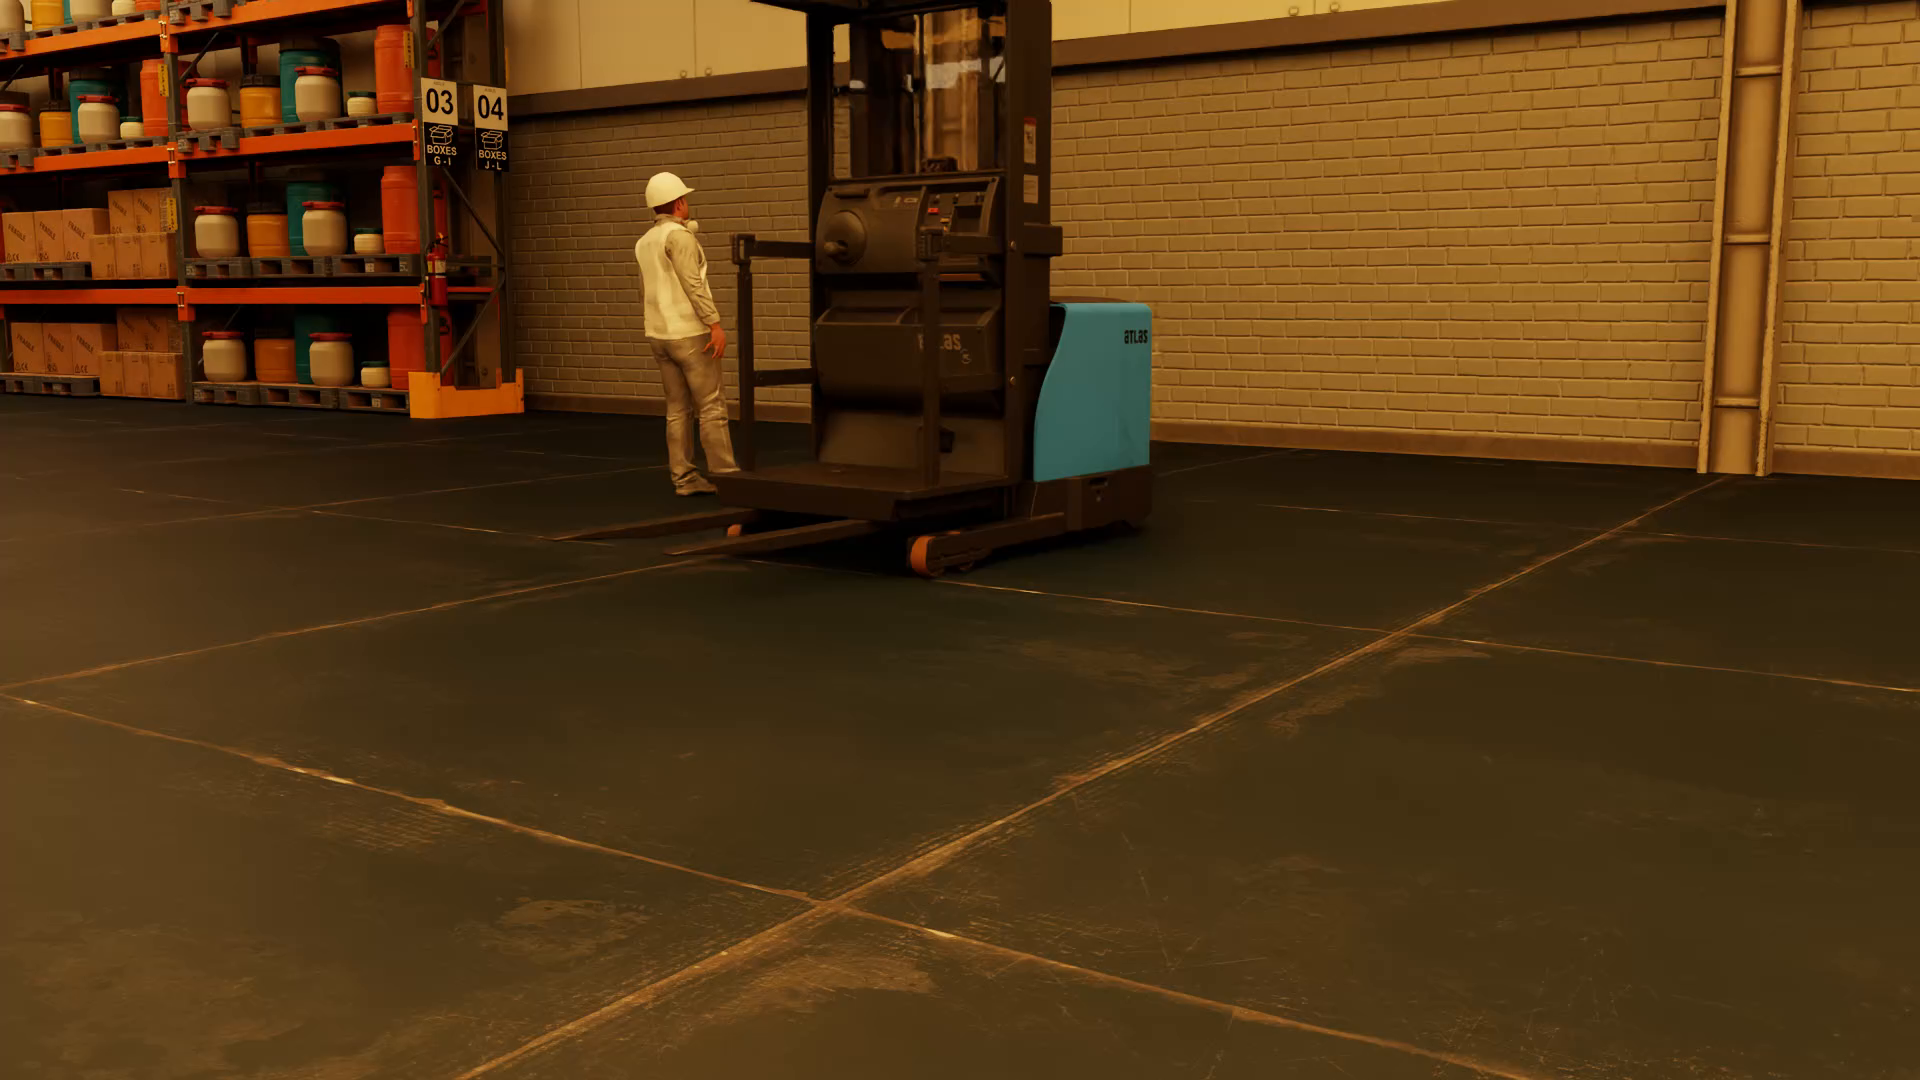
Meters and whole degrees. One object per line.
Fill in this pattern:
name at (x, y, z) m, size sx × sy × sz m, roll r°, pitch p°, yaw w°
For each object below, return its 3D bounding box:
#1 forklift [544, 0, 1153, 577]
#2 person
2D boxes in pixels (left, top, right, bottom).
forklift at (-0.356, -1.381, 6.905) m, size 1.130 × 2.935 × 3.031 m, roll 6°, pitch 10°, yaw 36°
person at (-1.479, -1.139, 9.266) m, size 0.569 × 1.774 × 0.627 m, roll -7°, pitch 11°, yaw -41°
